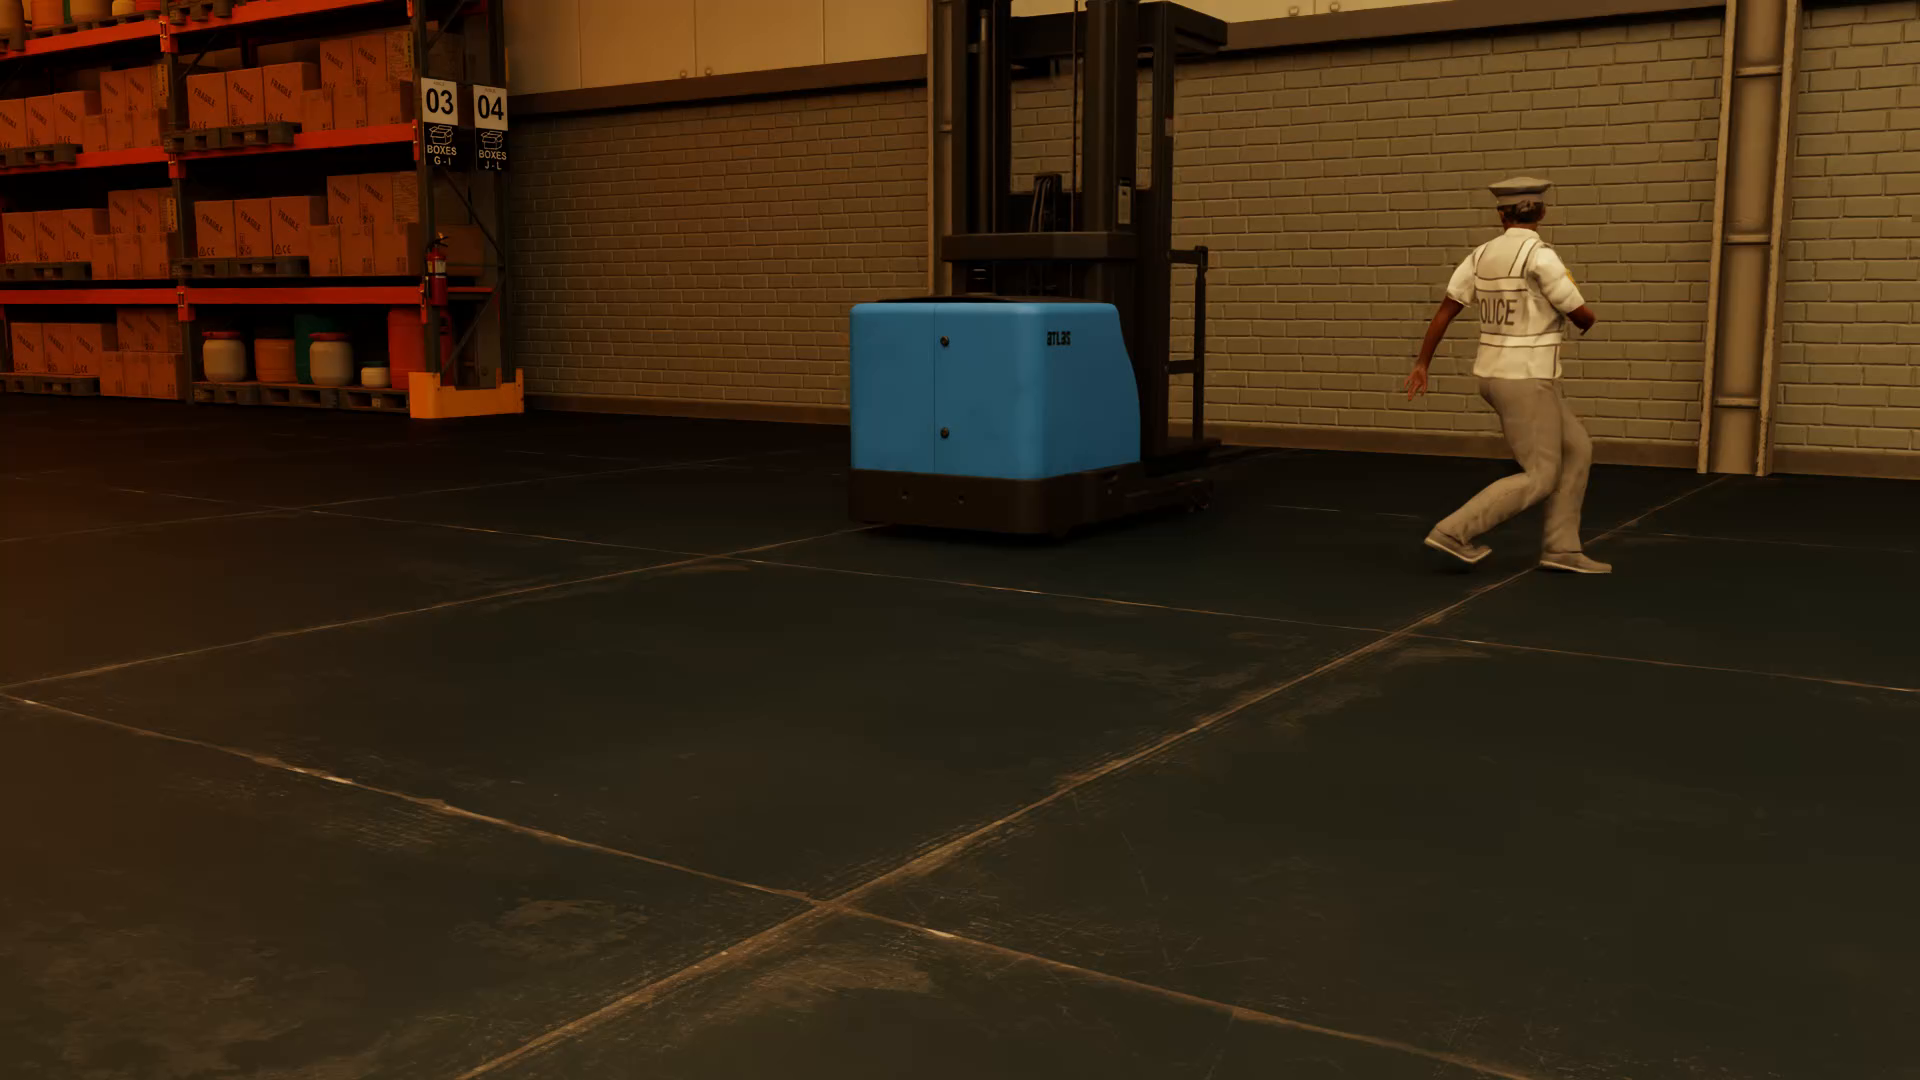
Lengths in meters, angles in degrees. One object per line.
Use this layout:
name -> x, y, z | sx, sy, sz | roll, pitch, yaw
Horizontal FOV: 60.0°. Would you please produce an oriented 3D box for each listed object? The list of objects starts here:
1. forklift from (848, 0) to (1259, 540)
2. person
forklift -> 0.683, -1.618, 8.570 | 1.130, 2.935, 3.031 | 5, 10, 32
person -> 2.227, -0.641, 6.630 | 0.821, 1.583, 0.493 | 0, 8, 0
